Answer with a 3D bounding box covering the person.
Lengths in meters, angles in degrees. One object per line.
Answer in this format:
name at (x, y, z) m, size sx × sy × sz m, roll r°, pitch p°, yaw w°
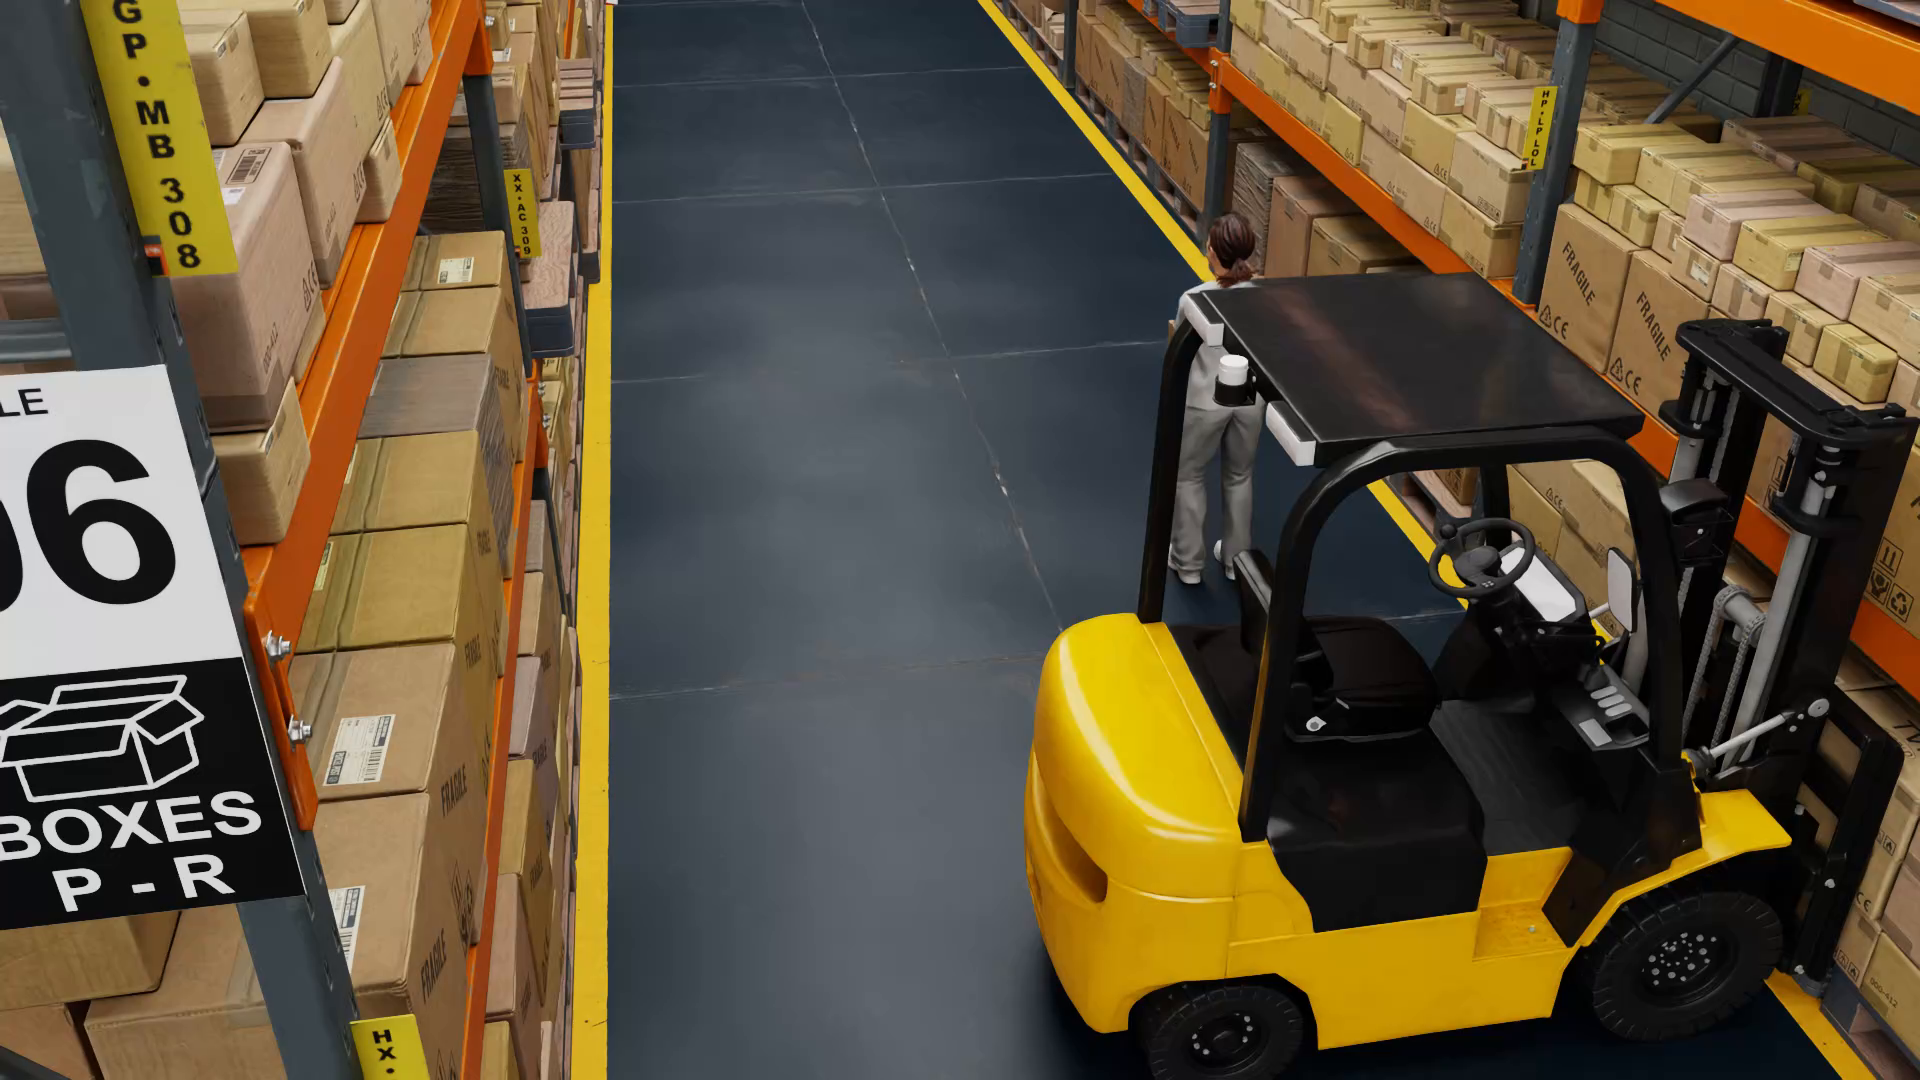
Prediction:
person at (1.093, -0.620, 7.190) m, size 0.411 × 1.666 × 0.506 m, roll -6°, pitch 31°, yaw -10°
